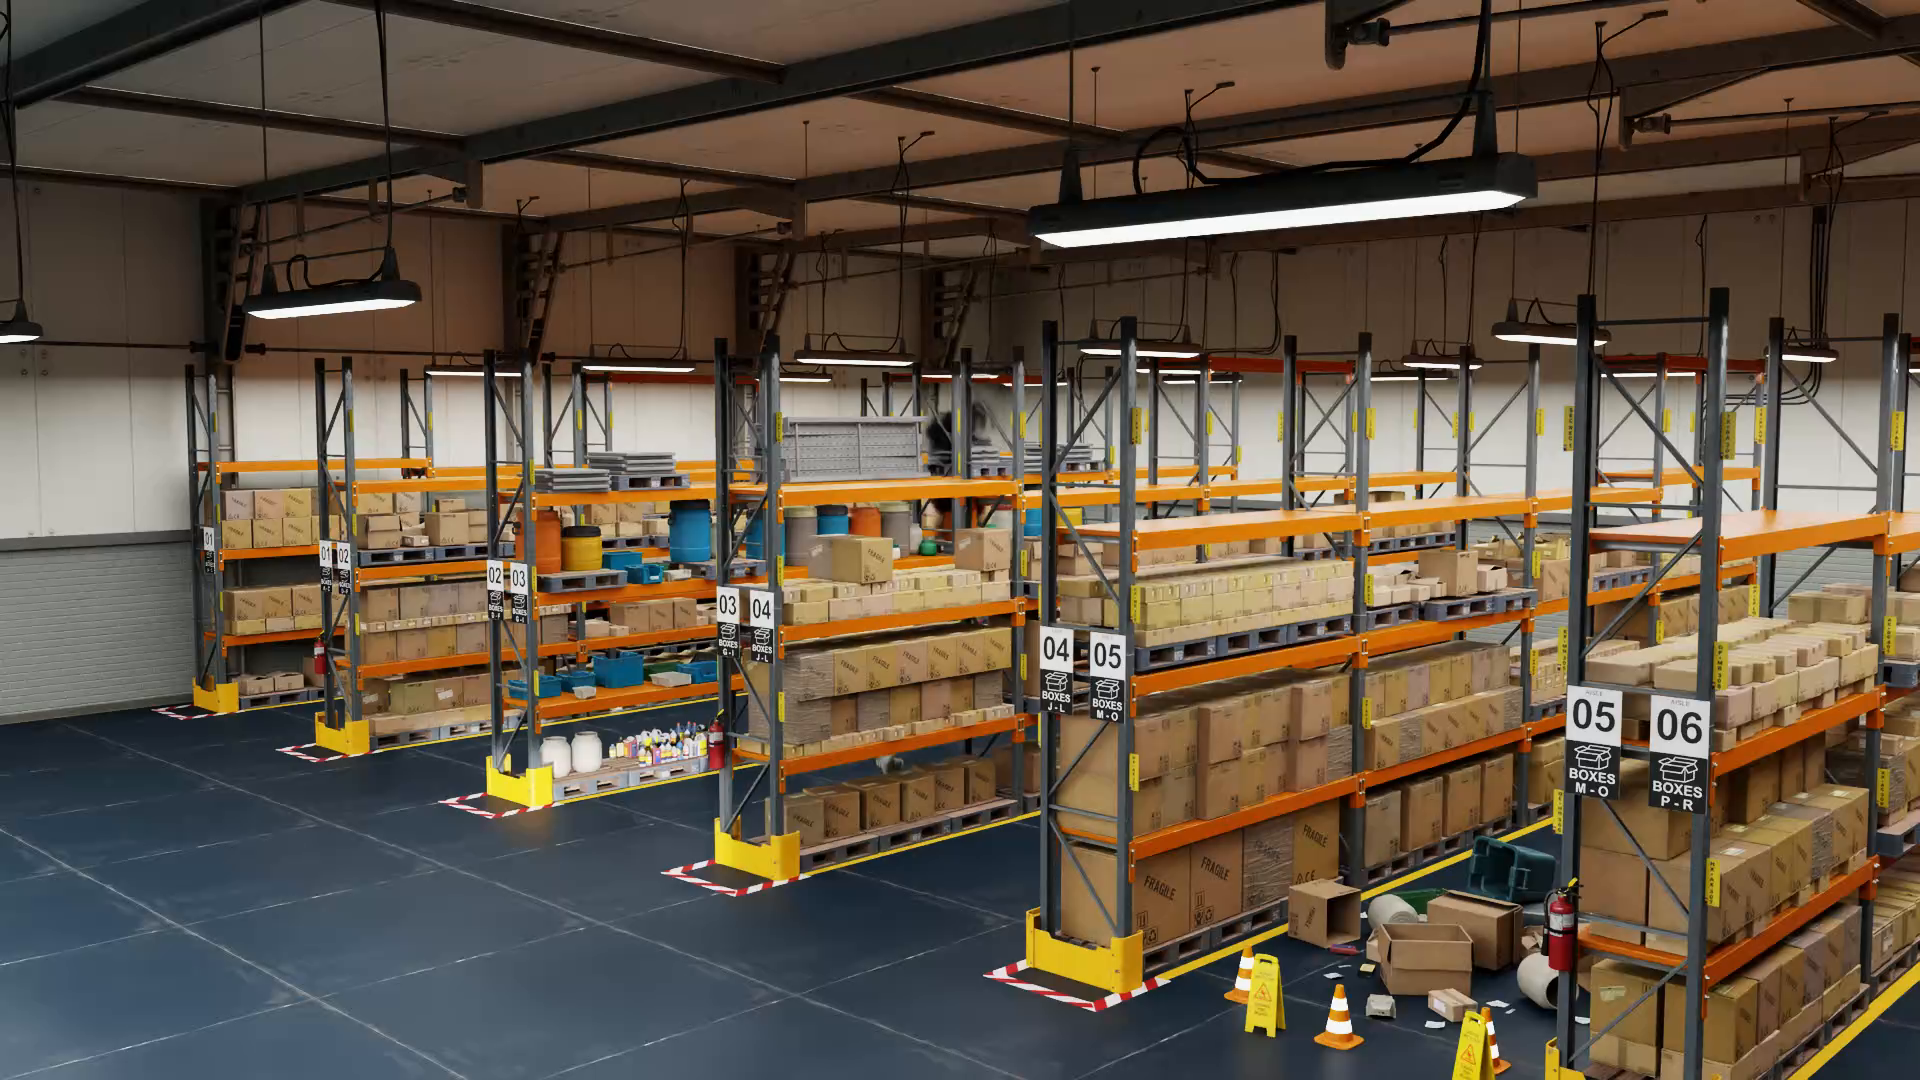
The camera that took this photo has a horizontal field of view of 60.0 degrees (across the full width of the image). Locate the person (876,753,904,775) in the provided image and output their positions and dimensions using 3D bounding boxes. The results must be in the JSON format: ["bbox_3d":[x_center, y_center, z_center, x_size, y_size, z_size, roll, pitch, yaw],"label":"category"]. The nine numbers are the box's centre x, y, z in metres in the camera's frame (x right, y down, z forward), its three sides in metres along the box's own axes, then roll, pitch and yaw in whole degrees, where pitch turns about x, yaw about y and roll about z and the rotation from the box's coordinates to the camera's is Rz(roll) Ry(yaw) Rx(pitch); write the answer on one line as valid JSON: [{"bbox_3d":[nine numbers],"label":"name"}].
[{"bbox_3d":[-0.892,2.648,22.460,0.573,1.640,0.624,3,5,32],"label":"person"}]

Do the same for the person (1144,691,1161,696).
[{"bbox_3d":[2.407,2.700,20.491,0.650,1.811,0.871,3,5,36],"label":"person"}]
